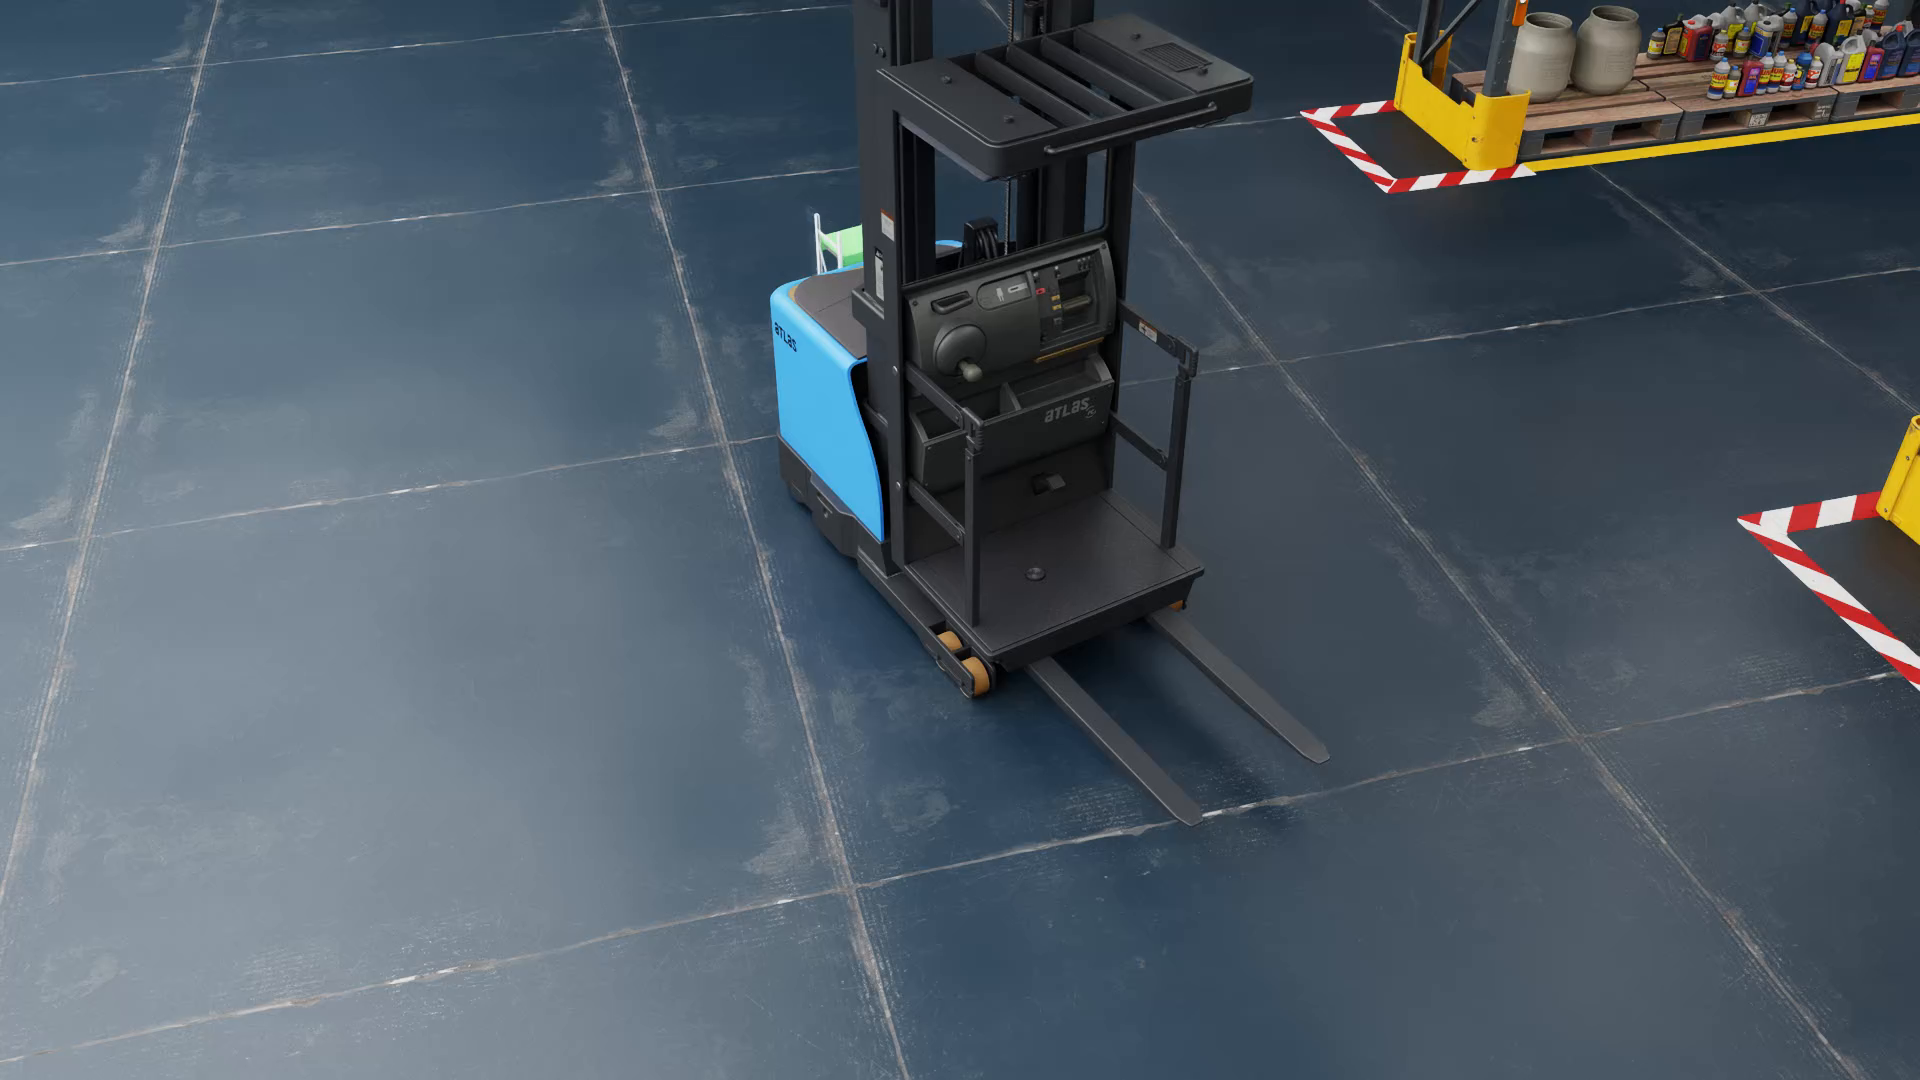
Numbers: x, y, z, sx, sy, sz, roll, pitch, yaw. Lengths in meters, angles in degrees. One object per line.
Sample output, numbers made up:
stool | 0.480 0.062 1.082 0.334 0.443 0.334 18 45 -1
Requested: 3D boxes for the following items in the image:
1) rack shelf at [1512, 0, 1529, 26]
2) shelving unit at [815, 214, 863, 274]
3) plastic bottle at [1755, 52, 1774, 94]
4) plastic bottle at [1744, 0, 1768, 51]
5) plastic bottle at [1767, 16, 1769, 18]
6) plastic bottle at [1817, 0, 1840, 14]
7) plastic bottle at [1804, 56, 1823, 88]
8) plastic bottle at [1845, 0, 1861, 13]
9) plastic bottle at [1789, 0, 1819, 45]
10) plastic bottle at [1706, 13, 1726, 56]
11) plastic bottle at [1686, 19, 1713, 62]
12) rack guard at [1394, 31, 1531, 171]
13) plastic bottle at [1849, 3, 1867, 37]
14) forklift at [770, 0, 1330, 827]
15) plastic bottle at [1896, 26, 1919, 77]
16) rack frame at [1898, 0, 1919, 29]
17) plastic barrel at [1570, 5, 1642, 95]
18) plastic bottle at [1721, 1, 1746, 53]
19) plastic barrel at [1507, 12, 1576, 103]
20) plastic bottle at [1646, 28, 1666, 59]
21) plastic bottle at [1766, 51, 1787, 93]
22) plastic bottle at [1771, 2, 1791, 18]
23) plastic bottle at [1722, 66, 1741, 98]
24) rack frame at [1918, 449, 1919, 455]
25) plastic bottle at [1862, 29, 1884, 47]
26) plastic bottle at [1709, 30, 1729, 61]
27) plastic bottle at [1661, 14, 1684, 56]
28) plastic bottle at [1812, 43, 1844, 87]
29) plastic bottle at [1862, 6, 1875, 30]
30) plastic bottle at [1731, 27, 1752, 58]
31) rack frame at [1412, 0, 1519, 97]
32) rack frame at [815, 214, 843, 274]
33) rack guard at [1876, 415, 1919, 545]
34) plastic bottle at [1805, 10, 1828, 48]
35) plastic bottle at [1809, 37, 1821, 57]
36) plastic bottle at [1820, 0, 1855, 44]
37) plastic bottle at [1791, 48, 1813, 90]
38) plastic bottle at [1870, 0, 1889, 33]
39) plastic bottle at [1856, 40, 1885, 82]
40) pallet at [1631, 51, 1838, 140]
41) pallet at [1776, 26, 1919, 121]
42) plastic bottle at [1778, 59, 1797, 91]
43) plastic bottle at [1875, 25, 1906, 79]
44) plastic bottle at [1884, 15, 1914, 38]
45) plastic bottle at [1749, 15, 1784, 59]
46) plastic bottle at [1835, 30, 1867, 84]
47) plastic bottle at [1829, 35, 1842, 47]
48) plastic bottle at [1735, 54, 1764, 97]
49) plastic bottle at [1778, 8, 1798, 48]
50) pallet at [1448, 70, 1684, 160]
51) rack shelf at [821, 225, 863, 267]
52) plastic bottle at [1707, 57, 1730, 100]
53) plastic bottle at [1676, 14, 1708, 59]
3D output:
rack shelf | 5.241 -3.966 11.057 4.000 0.370 1.077 -9 38 -12
shelving unit | -0.402 -1.062 8.151 0.503 1.200 0.258 -20 42 -25
plastic bottle | 5.473 -3.184 11.328 0.097 0.271 0.097 0 37 0
plastic bottle | 5.692 -3.709 11.948 0.185 0.351 0.144 -10 38 -12
plastic bottle | 5.823 -3.686 12.041 0.097 0.201 0.097 0 37 0
plastic bottle | 6.285 -3.806 12.075 0.185 0.351 0.144 -8 38 -11
plastic bottle | 5.864 -3.221 11.433 0.097 0.201 0.097 0 37 0
plastic bottle | 6.445 -3.801 12.129 0.135 0.276 0.152 -8 38 -10
plastic bottle | 6.103 -3.777 12.036 0.185 0.351 0.144 -11 39 -14
plastic bottle | 5.354 -3.621 11.895 0.135 0.276 0.152 -10 39 -13
plastic bottle | 5.248 -3.540 11.783 0.133 0.283 0.061 -9 38 -12
rack guard | 3.372 -2.981 11.236 0.348 0.500 1.175 -9 38 -12
plastic bottle | 6.474 -3.741 12.045 0.133 0.283 0.061 -9 38 -12
forklift | 0.330 -0.838 6.433 1.130 2.935 3.031 -20 42 -25
plastic bottle | 6.626 -3.420 11.570 0.185 0.351 0.144 -10 39 -13
rack frame | 7.172 -4.568 11.253 0.127 3.000 1.000 -9 38 -12
plastic barrel | 4.410 -3.342 11.352 0.421 0.512 0.421 0 37 0
plastic bottle | 5.513 -3.680 11.910 0.185 0.351 0.144 -8 38 -10
plastic barrel | 3.926 -3.262 11.248 0.421 0.512 0.421 0 37 0
plastic bottle | 4.969 -3.546 11.858 0.097 0.201 0.097 0 37 0
plastic bottle | 5.570 -3.200 11.348 0.097 0.271 0.097 0 37 0
plastic bottle | 5.932 -3.748 12.054 0.133 0.283 0.061 -8 38 -10
plastic bottle | 5.242 -3.119 11.299 0.097 0.201 0.097 0 37 0
rack frame | 4.602 -1.029 6.627 0.127 3.000 1.000 -9 38 -12
plastic bottle | 6.377 -3.443 11.661 0.135 0.276 0.152 -9 38 -12
plastic bottle | 5.404 -3.522 11.826 0.097 0.201 0.097 0 37 0
plastic bottle | 5.077 -3.608 11.871 0.133 0.283 0.061 -8 38 -11
plastic bottle | 5.971 -3.285 11.455 0.135 0.276 0.152 -9 38 -11
plastic bottle | 6.652 -3.822 12.219 0.097 0.201 0.097 0 37 0
plastic bottle | 5.586 -3.557 11.871 0.097 0.201 0.097 0 37 0
rack frame | 3.311 -3.935 10.425 0.127 3.000 1.000 -9 38 -12
rack frame | -0.610 -0.985 8.050 0.015 1.200 0.240 -20 42 -25
rack guard | 4.675 -0.049 7.402 0.348 0.500 1.175 -9 38 -12
plastic bottle | 6.176 -3.681 11.977 0.097 0.271 0.097 0 37 0
plastic bottle | 5.942 -3.350 11.535 0.133 0.283 0.061 -9 38 -12
plastic bottle | 6.322 -3.722 11.965 0.185 0.351 0.144 -9 38 -12
plastic bottle | 5.765 -3.232 11.390 0.097 0.271 0.097 0 37 0
plastic bottle | 6.750 -3.866 12.219 0.097 0.271 0.097 0 37 0
plastic bottle | 6.294 -3.312 11.485 0.133 0.283 0.061 -7 38 -9
pallet | 5.333 -3.183 11.738 1.213 0.211 1.003 -9 38 -12
pallet | 6.513 -3.379 11.993 1.213 0.211 1.003 -9 38 -12
plastic bottle | 5.665 -3.188 11.390 0.097 0.201 0.097 0 37 0
plastic bottle | 6.440 -3.389 11.530 0.185 0.351 0.144 -11 39 -14
plastic bottle | 6.588 -3.504 11.680 0.185 0.351 0.144 -9 38 -12
plastic bottle | 5.755 -3.597 11.862 0.135 0.276 0.152 -9 38 -12
plastic bottle | 6.129 -3.338 11.463 0.185 0.351 0.144 -10 38 -12
plastic bottle | 6.077 -3.368 11.557 0.133 0.283 0.061 -9 38 -12
plastic bottle | 5.365 -3.160 11.286 0.133 0.283 0.061 -9 38 -11
plastic bottle | 5.970 -3.700 12.001 0.097 0.271 0.097 0 37 0
pallet | 4.157 -2.992 11.488 1.213 0.211 1.003 -9 38 -12
rack shelf | -0.402 -1.393 7.899 0.480 0.148 0.258 -20 42 -25
plastic bottle | 5.142 -3.130 11.257 0.097 0.271 0.097 0 37 0
plastic bottle | 5.220 -3.599 11.866 0.135 0.276 0.152 -9 38 -12
